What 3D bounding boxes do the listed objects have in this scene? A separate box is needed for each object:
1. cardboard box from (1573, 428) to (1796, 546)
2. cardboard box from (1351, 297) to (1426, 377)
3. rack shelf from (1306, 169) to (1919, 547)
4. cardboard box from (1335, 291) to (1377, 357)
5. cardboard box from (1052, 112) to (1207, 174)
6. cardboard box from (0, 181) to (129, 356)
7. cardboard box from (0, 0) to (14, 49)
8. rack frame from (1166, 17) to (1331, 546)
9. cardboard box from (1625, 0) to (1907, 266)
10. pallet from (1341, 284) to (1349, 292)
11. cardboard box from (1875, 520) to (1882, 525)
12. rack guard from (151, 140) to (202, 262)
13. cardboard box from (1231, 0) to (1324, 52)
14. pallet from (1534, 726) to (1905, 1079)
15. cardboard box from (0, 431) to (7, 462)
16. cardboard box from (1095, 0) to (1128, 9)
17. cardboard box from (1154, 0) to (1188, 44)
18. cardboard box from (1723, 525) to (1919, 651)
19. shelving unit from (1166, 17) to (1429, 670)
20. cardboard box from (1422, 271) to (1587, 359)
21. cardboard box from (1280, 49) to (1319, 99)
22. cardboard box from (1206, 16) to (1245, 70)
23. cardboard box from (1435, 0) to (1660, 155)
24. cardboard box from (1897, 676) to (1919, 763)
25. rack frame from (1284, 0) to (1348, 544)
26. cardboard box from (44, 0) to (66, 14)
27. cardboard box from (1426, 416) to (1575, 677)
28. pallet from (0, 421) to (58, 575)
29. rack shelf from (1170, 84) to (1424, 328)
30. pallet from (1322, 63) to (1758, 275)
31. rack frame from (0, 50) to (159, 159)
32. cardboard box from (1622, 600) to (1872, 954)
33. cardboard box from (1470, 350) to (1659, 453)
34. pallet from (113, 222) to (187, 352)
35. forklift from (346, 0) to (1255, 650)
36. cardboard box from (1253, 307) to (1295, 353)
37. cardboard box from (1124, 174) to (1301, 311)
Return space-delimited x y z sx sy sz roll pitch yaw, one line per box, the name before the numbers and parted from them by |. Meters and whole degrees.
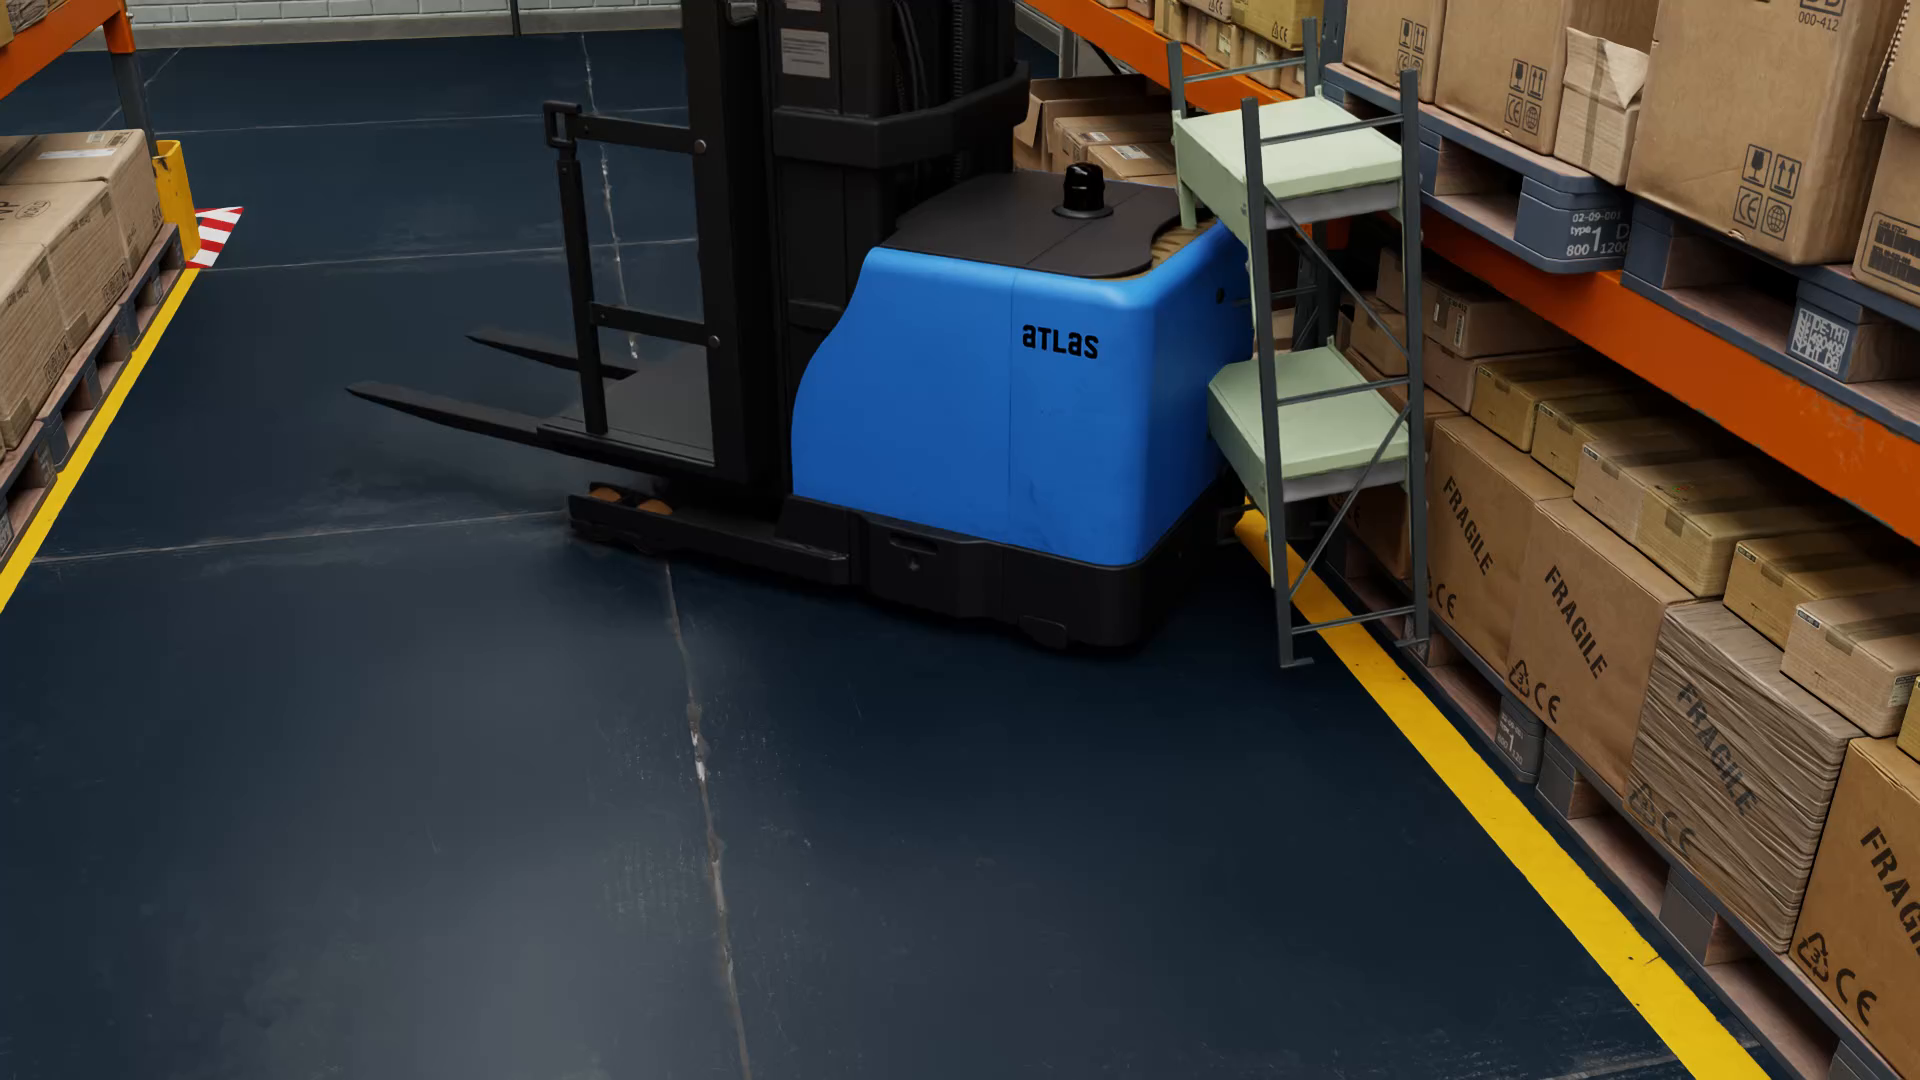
cardboard box | 1.630 -0.123 3.754 0.380 0.149 0.250 -6 27 -12
cardboard box | 1.328 -0.581 4.661 0.380 0.149 0.250 -5 27 -9
rack shelf | 1.957 -0.205 3.126 1.077 0.370 4.000 -6 27 -12
cardboard box | 1.588 -0.706 5.837 0.500 0.311 0.500 -5 27 -10
cardboard box | 0.805 -1.575 7.349 0.700 0.500 0.500 -5 27 -9
cardboard box | -3.769 -1.018 6.315 0.875 0.438 0.875 -5 27 -10
cardboard box | -3.511 -1.843 5.461 0.500 0.500 0.500 -5 27 -10
rack frame | 0.848 -0.680 4.710 0.400 1.500 0.023 -10 27 -2
cardboard box | 1.691 -0.830 2.988 0.700 0.500 0.500 -6 27 -12
pallet | 1.074 -0.998 6.993 1.003 0.211 1.213 -6 27 -12
cardboard box | 2.204 -0.069 3.647 0.380 0.149 0.250 -6 27 -11
rack guard | -4.235 -1.549 7.765 1.175 0.500 0.348 -6 27 -12
cardboard box | 1.154 -1.669 5.064 0.500 0.250 0.500 -5 27 -10
pallet | 2.005 0.730 3.569 1.003 0.211 1.213 -6 27 -12
cardboard box | -3.366 -0.229 4.752 0.875 0.438 0.875 -6 27 -12
cardboard box | 0.733 -2.192 6.543 0.380 0.149 0.250 -5 27 -10
cardboard box | 0.909 -1.858 5.880 0.380 0.149 0.250 -6 27 -12
cardboard box | 1.773 0.101 3.309 0.380 0.149 0.250 -6 27 -11
shelving unit | 0.891 -0.520 4.384 0.431 1.500 0.755 -10 27 -2
cardboard box | 1.433 -0.605 4.377 0.380 0.149 0.250 -7 28 -14
cardboard box | 1.189 -1.407 4.987 0.380 0.149 0.250 -6 27 -11
cardboard box | 1.027 -1.630 5.430 0.380 0.149 0.250 -5 27 -10
cardboard box | 1.514 -1.174 3.670 0.700 0.500 0.500 -6 27 -11
cardboard box | 1.870 0.333 2.850 0.380 0.149 0.250 -6 27 -12
rack frame | 1.506 -1.405 4.704 1.000 3.000 0.127 -6 27 -12
cardboard box | -3.765 -2.293 6.353 0.500 0.500 0.500 -7 28 -13
cardboard box | 1.526 -0.008 4.245 0.500 0.500 0.500 -6 27 -12
pallet | -3.424 0.004 5.007 1.003 0.211 1.213 -6 27 -12
rack shelf | 0.834 -0.864 4.208 0.431 0.370 0.720 -10 27 -2
pallet | 1.580 -0.957 4.030 1.003 0.211 1.213 -6 27 -12
rack frame | -4.230 -2.655 7.181 1.000 3.000 0.127 -6 27 -12
cardboard box | 1.745 0.440 3.358 0.500 0.500 0.500 -7 28 -13
cardboard box | 1.535 -0.356 4.214 0.380 0.149 0.250 -7 28 -14
pallet | -3.974 -1.067 7.130 1.003 0.211 1.213 -6 27 -12
forklift | -0.651 -1.460 4.890 3.031 2.935 1.130 13 30 24
cardboard box | 1.014 -0.743 5.961 0.396 0.266 0.258 -5 27 -10
cardboard box | 1.039 -1.119 6.446 0.700 0.500 0.500 -7 28 -14
